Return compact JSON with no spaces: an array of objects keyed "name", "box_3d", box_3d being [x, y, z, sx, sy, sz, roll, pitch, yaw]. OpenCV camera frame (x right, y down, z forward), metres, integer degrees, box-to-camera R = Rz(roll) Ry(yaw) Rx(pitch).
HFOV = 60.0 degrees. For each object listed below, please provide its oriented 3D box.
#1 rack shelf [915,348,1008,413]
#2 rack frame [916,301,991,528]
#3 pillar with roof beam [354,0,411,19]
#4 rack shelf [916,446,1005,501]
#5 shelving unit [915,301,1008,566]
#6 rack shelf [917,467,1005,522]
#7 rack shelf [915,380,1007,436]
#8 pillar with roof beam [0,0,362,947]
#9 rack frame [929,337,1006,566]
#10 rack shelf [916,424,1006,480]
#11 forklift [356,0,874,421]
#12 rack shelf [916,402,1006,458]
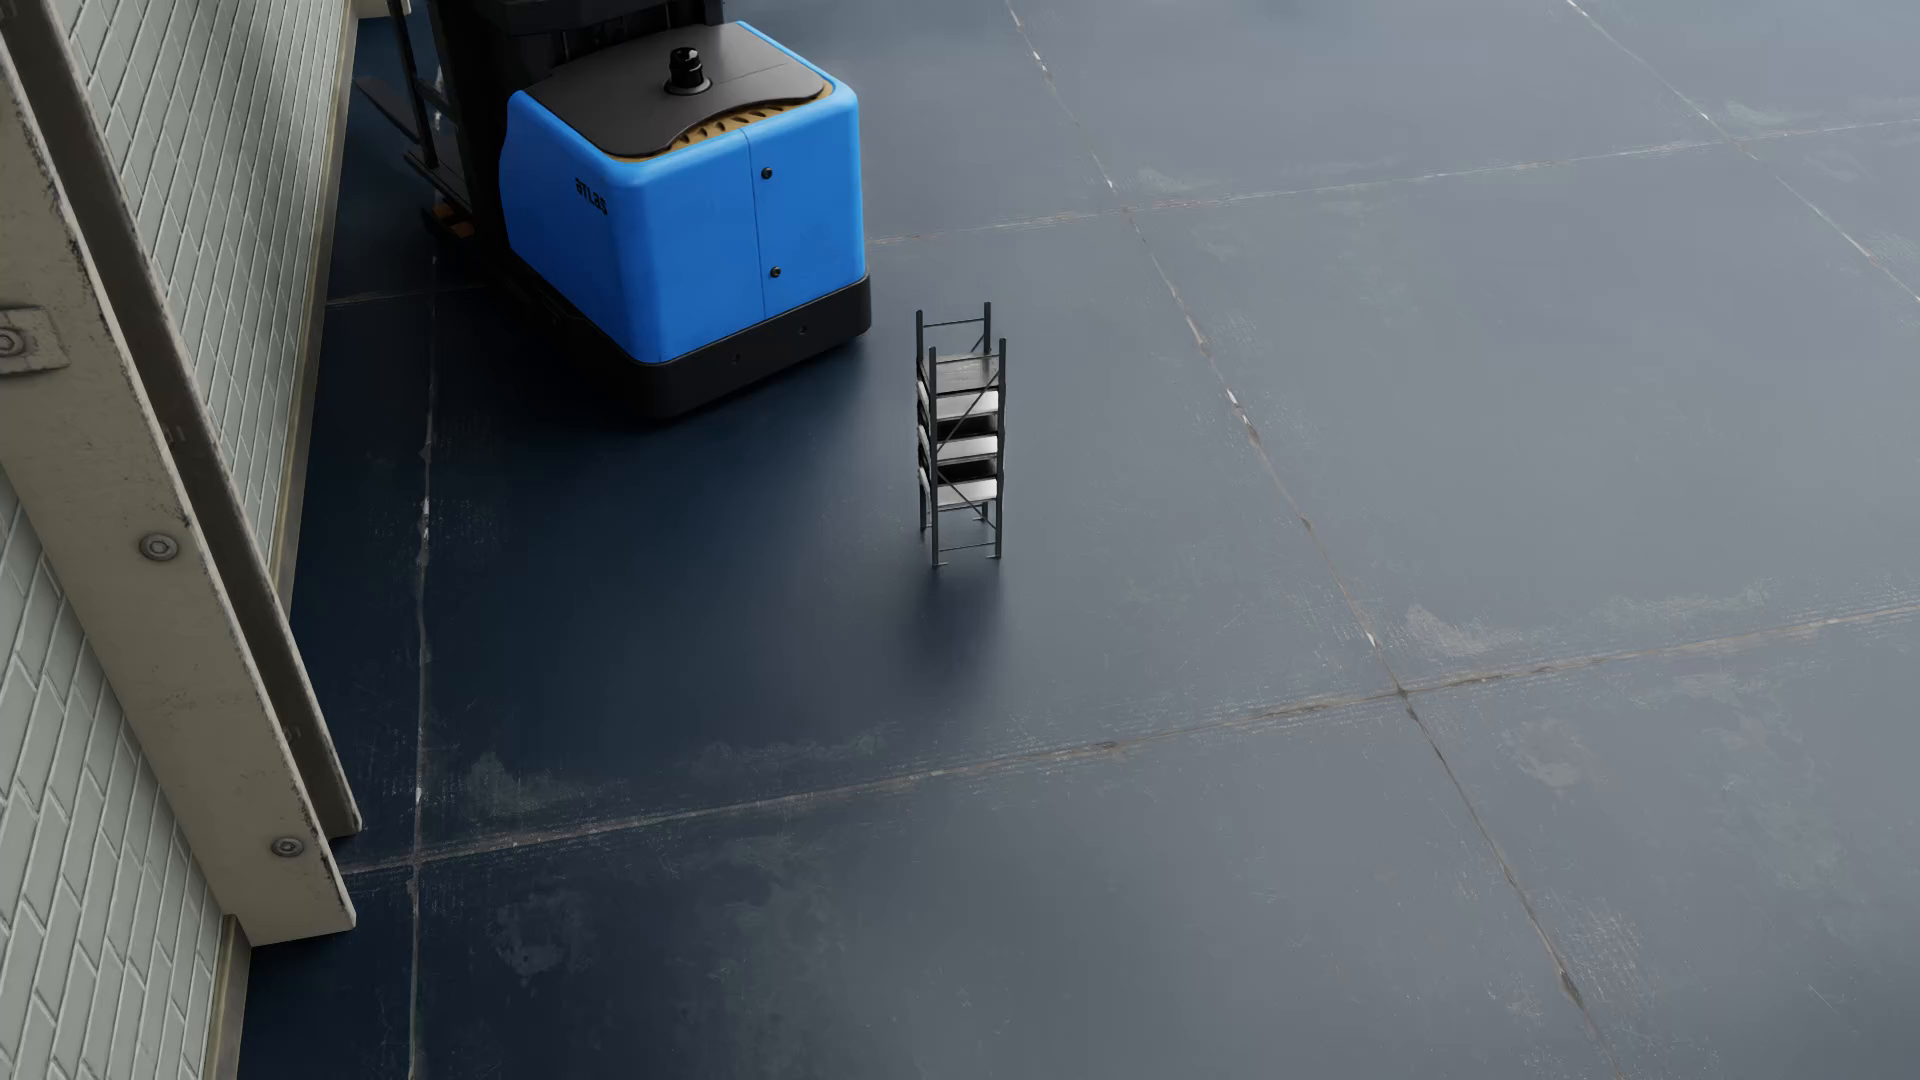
[{"name":"rack shelf","box_3d":[0.002,-0.508,5.288,0.258,0.077,0.200,-8,42,-9]},{"name":"rack frame","box_3d":[-0.020,-0.397,5.520,0.240,0.900,0.006,-8,42,-9]},{"name":"pillar with roof beam","box_3d":[1.059,-6.914,6.760,9.100,9.000,0.400,-8,42,-9]},{"name":"rack shelf","box_3d":[0.002,-0.239,5.527,0.258,0.077,0.200,-8,42,-9]},{"name":"shelving unit","box_3d":[0.002,-0.331,5.445,0.258,0.900,0.210,-8,42,-9]},{"name":"rack shelf","box_3d":[0.002,-0.172,5.587,0.258,0.077,0.200,-8,42,-9]},{"name":"rack shelf","box_3d":[0.002,-0.441,5.348,0.258,0.077,0.200,-8,42,-9]},{"name":"pillar with roof beam","box_3d":[2.354,-3.025,2.379,9.100,9.000,0.400,-8,42,-9]},{"name":"rack frame","box_3d":[0.024,-0.265,5.371,0.240,0.900,0.006,-8,42,-9]},{"name":"rack shelf","box_3d":[0.002,-0.306,5.467,0.258,0.077,0.200,-8,42,-9]},{"name":"forklift","box_3d":[-1.651,-2.456,6.309,1.130,2.935,3.031,-28,49,-28]},{"name":"rack shelf","box_3d":[0.002,-0.374,5.408,0.258,0.077,0.200,-8,42,-9]}]
